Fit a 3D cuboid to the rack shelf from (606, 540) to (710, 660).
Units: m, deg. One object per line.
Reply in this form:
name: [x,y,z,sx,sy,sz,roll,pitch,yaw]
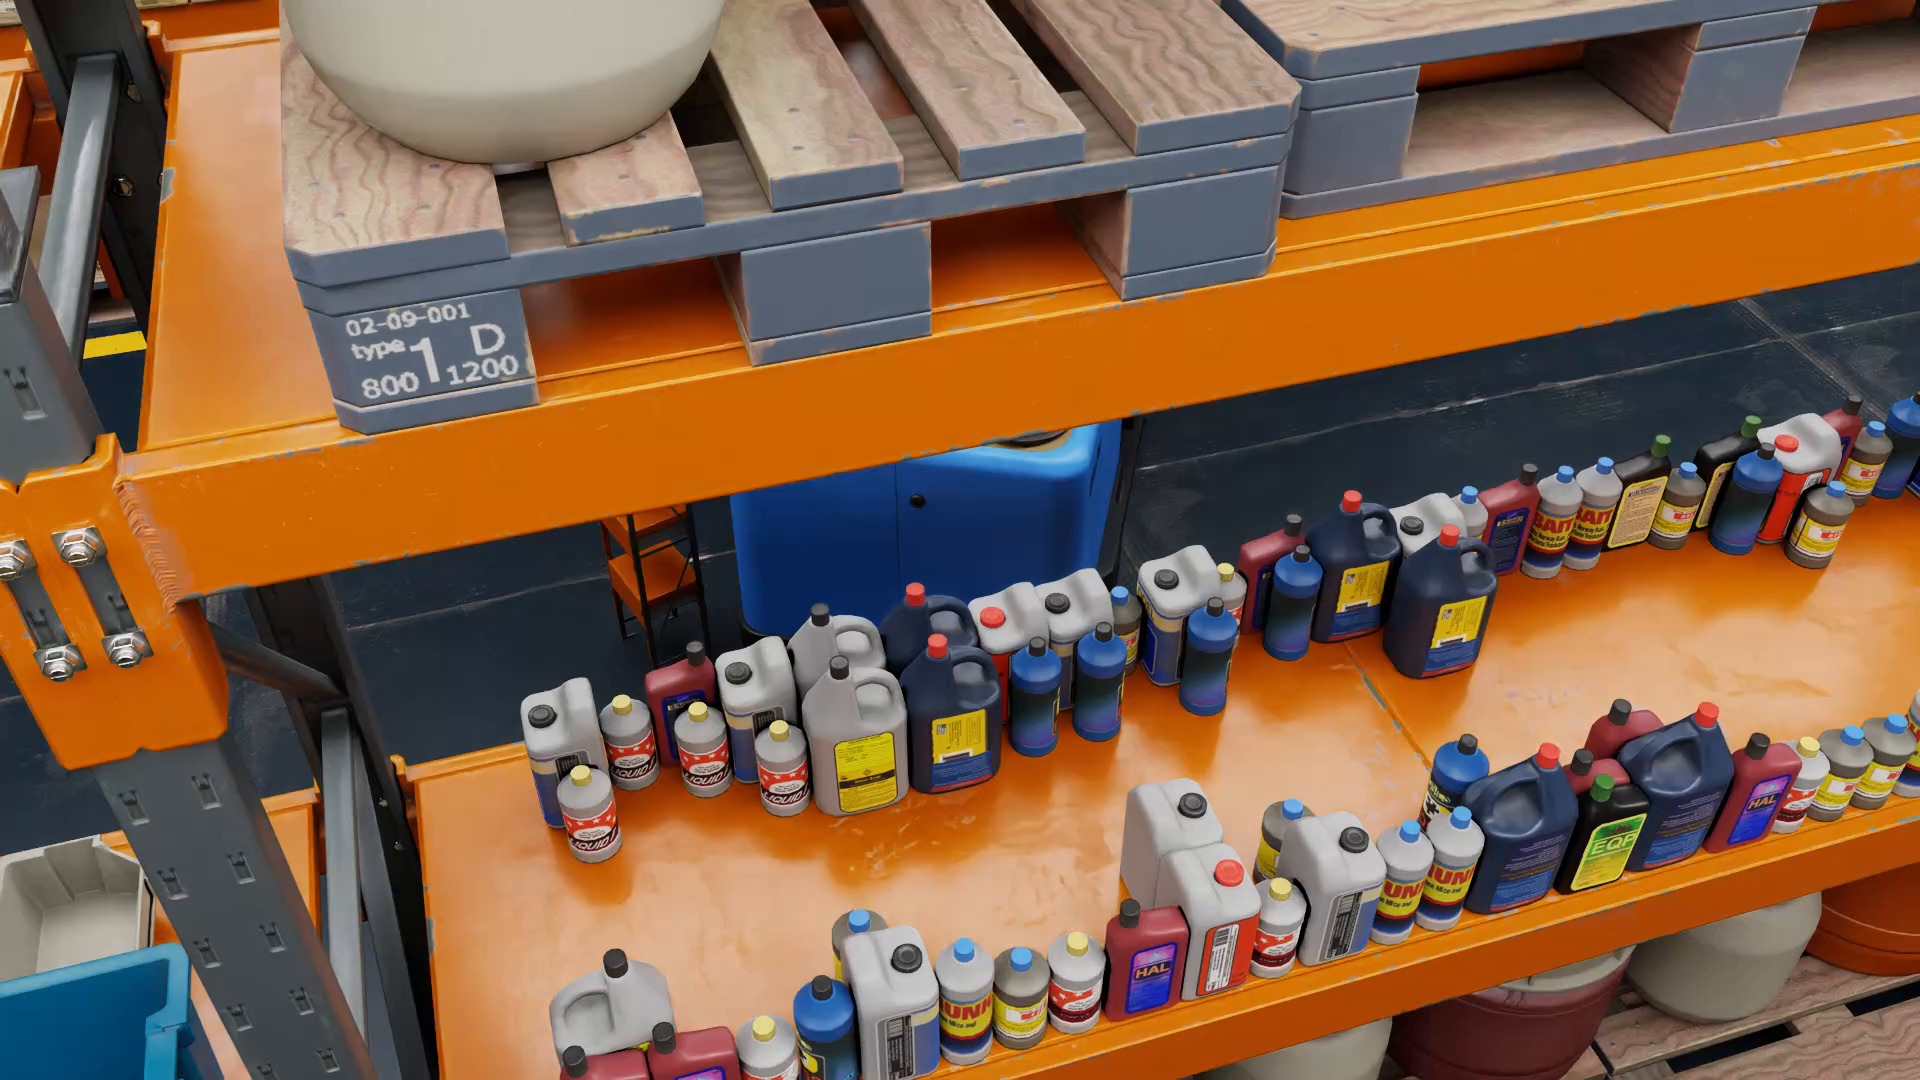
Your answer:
rack shelf: [-0.942,0.174,5.191,0.215,0.259,0.240,-24,47,-25]

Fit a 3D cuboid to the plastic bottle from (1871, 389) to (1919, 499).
plastic bottle: [2.170,-0.229,3.830,0.097,0.271,0.097,0,41,0]

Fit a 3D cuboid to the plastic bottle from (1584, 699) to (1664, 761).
plastic bottle: [1.231,0.398,3.103,0.133,0.283,0.061,-12,42,-13]

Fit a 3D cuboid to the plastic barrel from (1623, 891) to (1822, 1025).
plastic barrel: [1.825,0.888,4.025,0.421,0.512,0.421,0,41,0]

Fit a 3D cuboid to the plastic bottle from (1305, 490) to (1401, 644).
plastic bottle: [0.812,0.039,3.463,0.185,0.351,0.144,-12,42,-13]

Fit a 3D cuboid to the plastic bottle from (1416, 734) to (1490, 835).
plastic bottle: [0.905,0.457,3.044,0.097,0.271,0.097,0,41,0]

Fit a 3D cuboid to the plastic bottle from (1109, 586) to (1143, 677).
plastic bottle: [0.322,0.180,3.415,0.097,0.201,0.097,0,41,0]

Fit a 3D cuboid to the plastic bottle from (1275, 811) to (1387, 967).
plastic bottle: [0.643,0.590,2.889,0.135,0.276,0.152,-12,42,-13]

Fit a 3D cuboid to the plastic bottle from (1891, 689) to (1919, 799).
plastic bottle: [1.834,0.364,3.151,0.097,0.271,0.097,0,41,0]

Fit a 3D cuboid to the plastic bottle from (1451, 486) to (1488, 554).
plastic bottle: [1.068,-0.001,3.569,0.097,0.271,0.097,0,41,0]

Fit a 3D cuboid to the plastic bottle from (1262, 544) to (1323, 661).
plastic bottle: [0.689,0.120,3.431,0.097,0.271,0.097,0,41,0]

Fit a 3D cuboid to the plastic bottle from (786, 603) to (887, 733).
plastic bottle: [-0.239,0.256,3.214,0.185,0.351,0.144,-12,42,-13]

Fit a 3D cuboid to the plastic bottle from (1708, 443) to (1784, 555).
plastic bottle: [1.747,-0.099,3.682,0.097,0.271,0.097,0,41,0]

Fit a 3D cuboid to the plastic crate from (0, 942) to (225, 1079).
plastic crate: [-1.360,0.915,2.390,0.575,0.384,0.392,-12,42,-13]

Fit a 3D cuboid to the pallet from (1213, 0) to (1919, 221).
pallet: [0.782,-0.876,2.336,1.213,0.211,1.003,-12,42,-13]

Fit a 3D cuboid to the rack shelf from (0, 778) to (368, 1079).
rack shelf: [-2.925,1.291,2.539,4.000,0.370,1.077,-12,42,-13]

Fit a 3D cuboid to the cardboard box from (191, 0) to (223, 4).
cardboard box: [-2.697,-2.123,6.091,0.250,0.149,0.380,-11,42,-13]

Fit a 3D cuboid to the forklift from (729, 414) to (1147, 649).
forklift: [0.122,-1.506,5.246,1.130,2.935,3.031,7,42,8]

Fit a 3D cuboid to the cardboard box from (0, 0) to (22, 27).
cardboard box: [-3.433,-1.971,5.917,0.250,0.149,0.380,-11,42,-12]

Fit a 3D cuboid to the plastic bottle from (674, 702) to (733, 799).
plastic bottle: [-0.490,0.391,3.174,0.097,0.201,0.097,0,41,0]

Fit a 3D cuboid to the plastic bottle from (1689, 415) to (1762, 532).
plastic bottle: [1.706,-0.150,3.730,0.133,0.283,0.061,-12,42,-13]

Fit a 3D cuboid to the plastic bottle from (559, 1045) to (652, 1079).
plastic bottle: [-0.539,0.864,2.570,0.133,0.283,0.061,-12,42,-13]

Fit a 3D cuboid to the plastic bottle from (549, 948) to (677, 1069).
plastic bottle: [-0.545,0.769,2.627,0.185,0.351,0.144,-12,42,-13]

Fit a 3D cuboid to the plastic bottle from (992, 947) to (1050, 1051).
plastic bottle: [0.100,0.750,2.763,0.097,0.201,0.097,0,41,0]

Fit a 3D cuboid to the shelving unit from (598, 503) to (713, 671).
shelving unit: [-0.942,-0.043,5.001,0.215,1.050,0.252,-24,47,-25]

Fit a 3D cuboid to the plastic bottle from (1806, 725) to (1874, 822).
plastic bottle: [1.648,0.429,3.130,0.097,0.201,0.097,0,41,0]

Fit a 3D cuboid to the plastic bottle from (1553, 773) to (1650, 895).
plastic bottle: [1.147,0.515,2.970,0.133,0.283,0.061,-12,42,-13]

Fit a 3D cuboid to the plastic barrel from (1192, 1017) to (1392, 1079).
plastic barrel: [0.748,1.111,3.770,0.421,0.512,0.421,0,41,0]

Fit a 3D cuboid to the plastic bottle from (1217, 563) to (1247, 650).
plastic bottle: [0.543,0.134,3.467,0.097,0.201,0.097,0,41,0]

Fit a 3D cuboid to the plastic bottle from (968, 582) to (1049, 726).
plastic bottle: [0.091,0.219,3.314,0.135,0.276,0.152,-12,42,-13]

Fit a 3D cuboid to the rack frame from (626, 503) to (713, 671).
rack frame: [-0.873,0.023,4.925,0.200,1.050,0.008,-24,47,-25]

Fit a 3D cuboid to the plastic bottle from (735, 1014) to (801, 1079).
plastic bottle: [-0.307,0.834,2.666,0.097,0.201,0.097,0,41,0]

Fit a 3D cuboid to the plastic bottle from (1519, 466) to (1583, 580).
plastic bottle: [1.288,-0.046,3.621,0.097,0.271,0.097,0,41,0]

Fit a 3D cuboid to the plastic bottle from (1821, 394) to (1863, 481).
plastic bottle: [1.961,-0.203,3.791,0.133,0.283,0.061,-12,42,-13]

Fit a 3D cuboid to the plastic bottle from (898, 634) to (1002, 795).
plastic bottle: [-0.019,0.310,3.152,0.185,0.351,0.144,-12,42,-13]

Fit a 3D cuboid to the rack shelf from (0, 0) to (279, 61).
rack shelf: [-4.412,-1.817,6.097,4.000,0.370,1.077,-12,42,-13]

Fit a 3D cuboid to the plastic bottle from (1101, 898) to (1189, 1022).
plastic bottle: [0.308,0.688,2.771,0.133,0.283,0.061,-12,42,-13]

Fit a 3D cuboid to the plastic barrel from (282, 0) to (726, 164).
plastic barrel: [-0.440,-0.661,1.524,0.433,0.535,0.433,0,41,0]

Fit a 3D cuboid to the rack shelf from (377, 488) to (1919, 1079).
rack shelf: [0.891,0.500,3.444,4.000,0.370,1.077,-12,42,-13]

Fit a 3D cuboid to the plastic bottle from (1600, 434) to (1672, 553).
plastic bottle: [1.486,-0.104,3.678,0.133,0.283,0.061,-12,42,-13]

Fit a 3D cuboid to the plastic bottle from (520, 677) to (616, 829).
plastic bottle: [-0.738,0.391,3.117,0.135,0.276,0.152,-12,42,-13]

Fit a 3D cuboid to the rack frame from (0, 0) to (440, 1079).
rack frame: [-1.017,0.625,2.755,0.127,3.000,1.000,-12,42,-13]

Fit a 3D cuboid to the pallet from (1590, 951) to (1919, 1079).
pallet: [2.059,1.066,4.369,1.213,0.211,1.003,-12,42,-13]

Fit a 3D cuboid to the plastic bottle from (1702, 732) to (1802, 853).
plastic bottle: [1.450,0.452,3.042,0.133,0.283,0.061,-12,42,-13]

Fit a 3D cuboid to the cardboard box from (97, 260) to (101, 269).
cardboard box: [-3.158,-1.761,6.782,0.875,0.875,0.875,-12,42,-13]

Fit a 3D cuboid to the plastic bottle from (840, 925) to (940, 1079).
plastic bottle: [-0.112,0.747,2.710,0.135,0.276,0.152,-12,42,-13]

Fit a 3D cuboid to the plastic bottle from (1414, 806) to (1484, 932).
plastic bottle: [0.855,0.567,2.919,0.097,0.271,0.097,0,41,0]

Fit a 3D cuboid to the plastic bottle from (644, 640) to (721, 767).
plastic bottle: [-0.531,0.314,3.200,0.133,0.283,0.061,-12,42,-13]

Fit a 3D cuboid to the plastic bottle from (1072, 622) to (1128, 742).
plastic bottle: [0.275,0.269,3.260,0.097,0.271,0.097,0,41,0]

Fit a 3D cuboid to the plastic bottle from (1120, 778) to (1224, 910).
plastic bottle: [0.376,0.541,2.946,0.135,0.276,0.152,-12,42,-13]
